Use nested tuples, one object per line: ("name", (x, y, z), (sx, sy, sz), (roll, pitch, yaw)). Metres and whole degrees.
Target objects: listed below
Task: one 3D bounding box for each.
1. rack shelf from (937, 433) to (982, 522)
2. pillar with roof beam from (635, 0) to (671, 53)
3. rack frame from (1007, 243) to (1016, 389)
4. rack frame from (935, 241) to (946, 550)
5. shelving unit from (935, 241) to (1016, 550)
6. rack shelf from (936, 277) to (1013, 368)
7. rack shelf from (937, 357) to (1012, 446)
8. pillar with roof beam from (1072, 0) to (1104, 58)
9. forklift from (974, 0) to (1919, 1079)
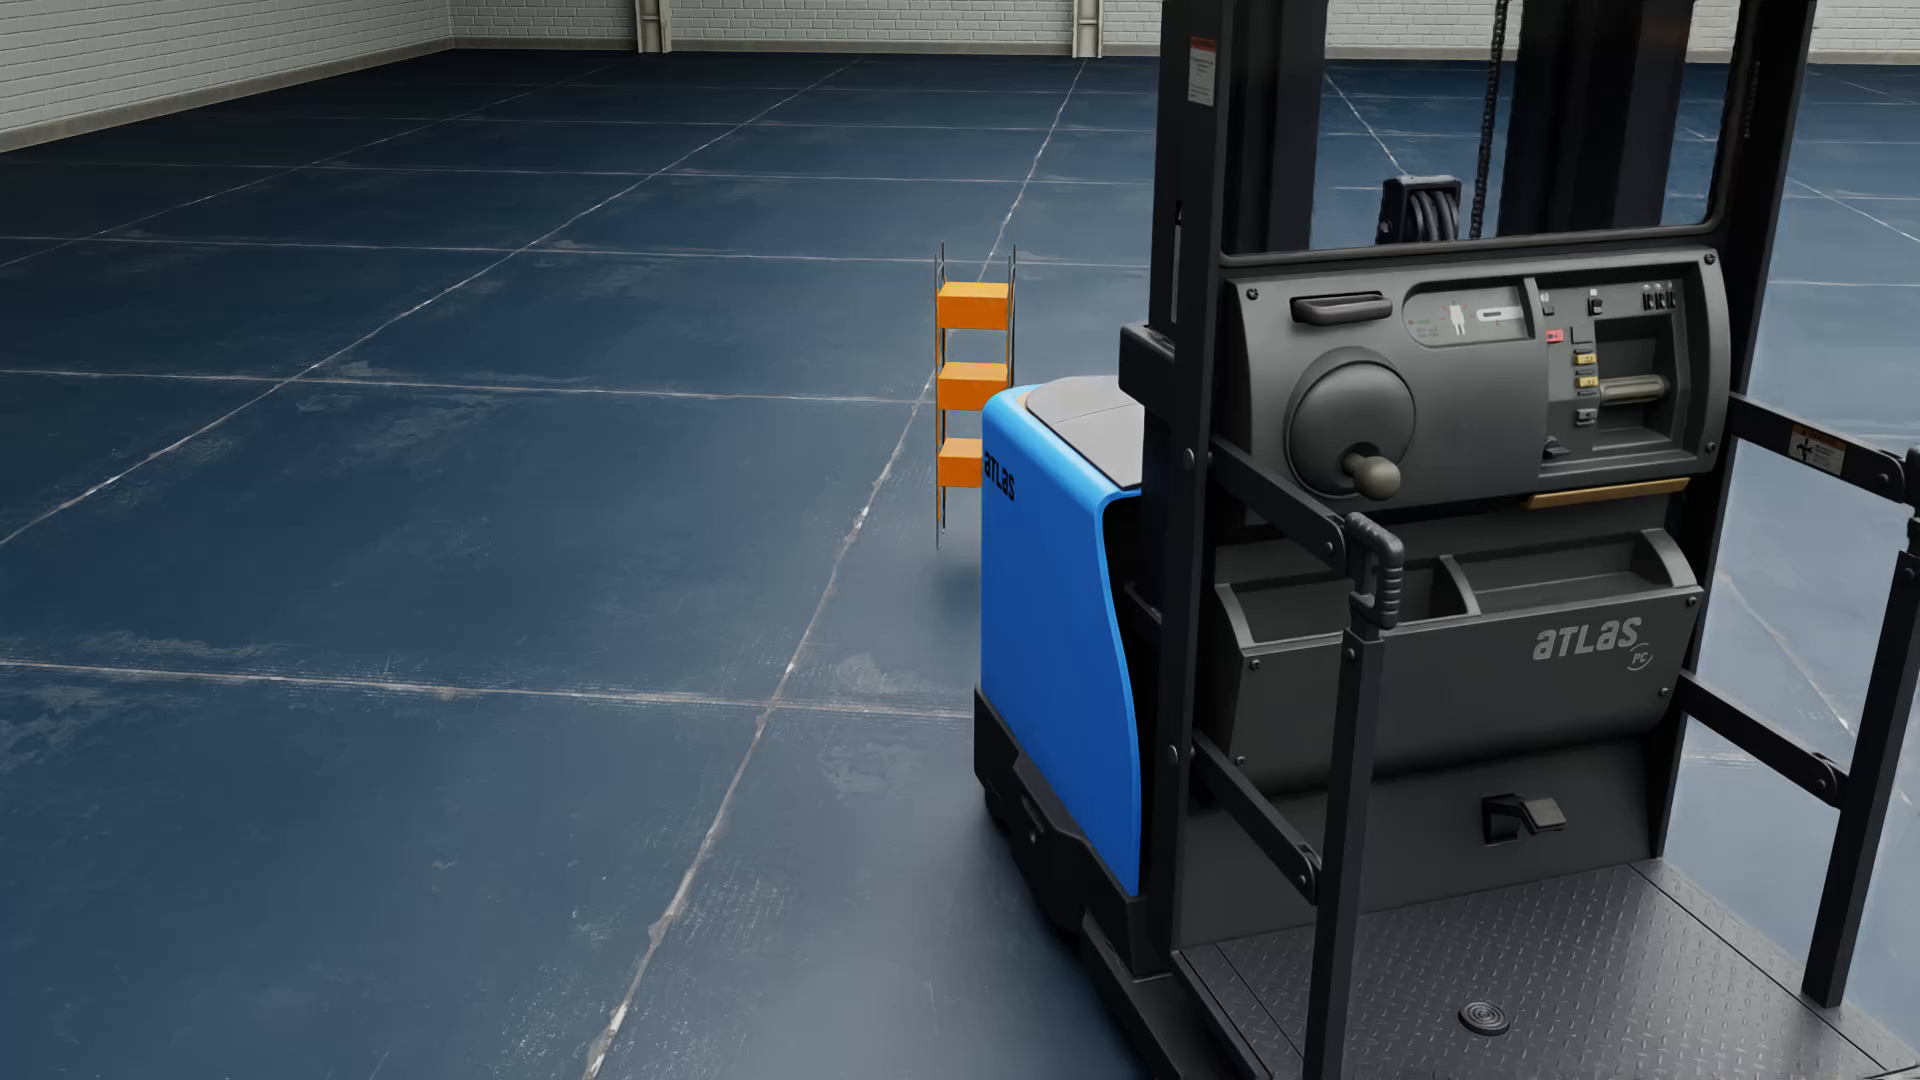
("rack shelf", (0.053, -0.218, 5.847), (0.240, 0.259, 0.215), (2, 22, 6))
("pillar with roof beam", (-4.745, -9.404, 17.487), (0.400, 9.000, 9.100), (2, 22, 6))
("rack frame", (0.174, -0.481, 5.728), (0.008, 1.050, 0.200), (2, 22, 6))
("rack frame", (-0.068, -0.491, 5.754), (0.008, 1.050, 0.200), (2, 22, 6))
("shelving unit", (0.053, -0.486, 5.741), (0.252, 1.050, 0.215), (2, 22, 6))
("rack shelf", (0.053, -0.740, 5.641), (0.240, 0.259, 0.215), (2, 22, 6))
("rack shelf", (0.053, -0.476, 5.745), (0.240, 0.259, 0.215), (2, 22, 6))
("pillar with roof beam", (1.214, -9.144, 16.830), (0.400, 9.000, 9.100), (2, 22, 6))
("forklift", (0.961, -0.261, 2.614), (1.130, 2.935, 3.031), (-7, 22, -16))
